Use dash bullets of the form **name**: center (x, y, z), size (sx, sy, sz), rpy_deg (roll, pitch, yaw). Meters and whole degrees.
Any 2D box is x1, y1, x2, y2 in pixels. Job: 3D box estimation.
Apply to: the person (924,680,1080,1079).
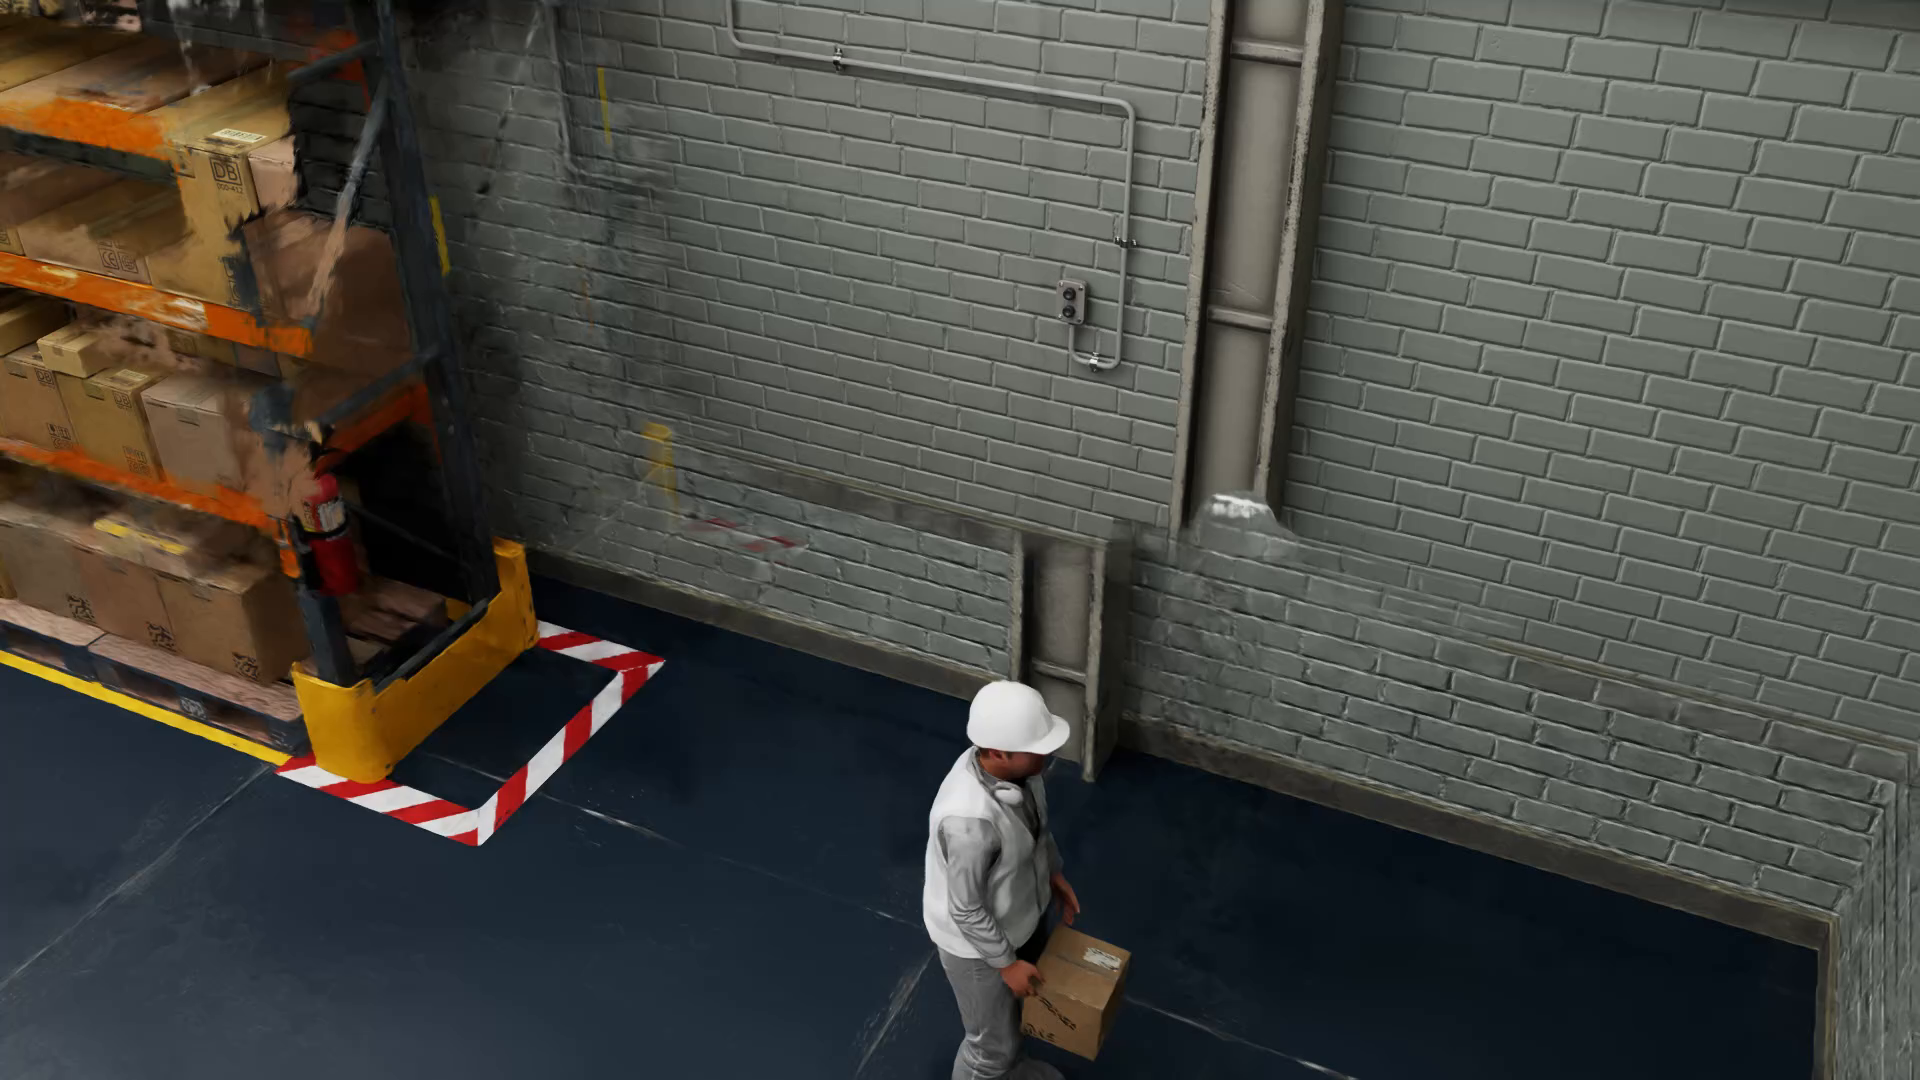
- **person**: center (0.772, 0.617, 5.178), size (0.435, 1.778, 0.553), rpy_deg (14, 36, 19)
